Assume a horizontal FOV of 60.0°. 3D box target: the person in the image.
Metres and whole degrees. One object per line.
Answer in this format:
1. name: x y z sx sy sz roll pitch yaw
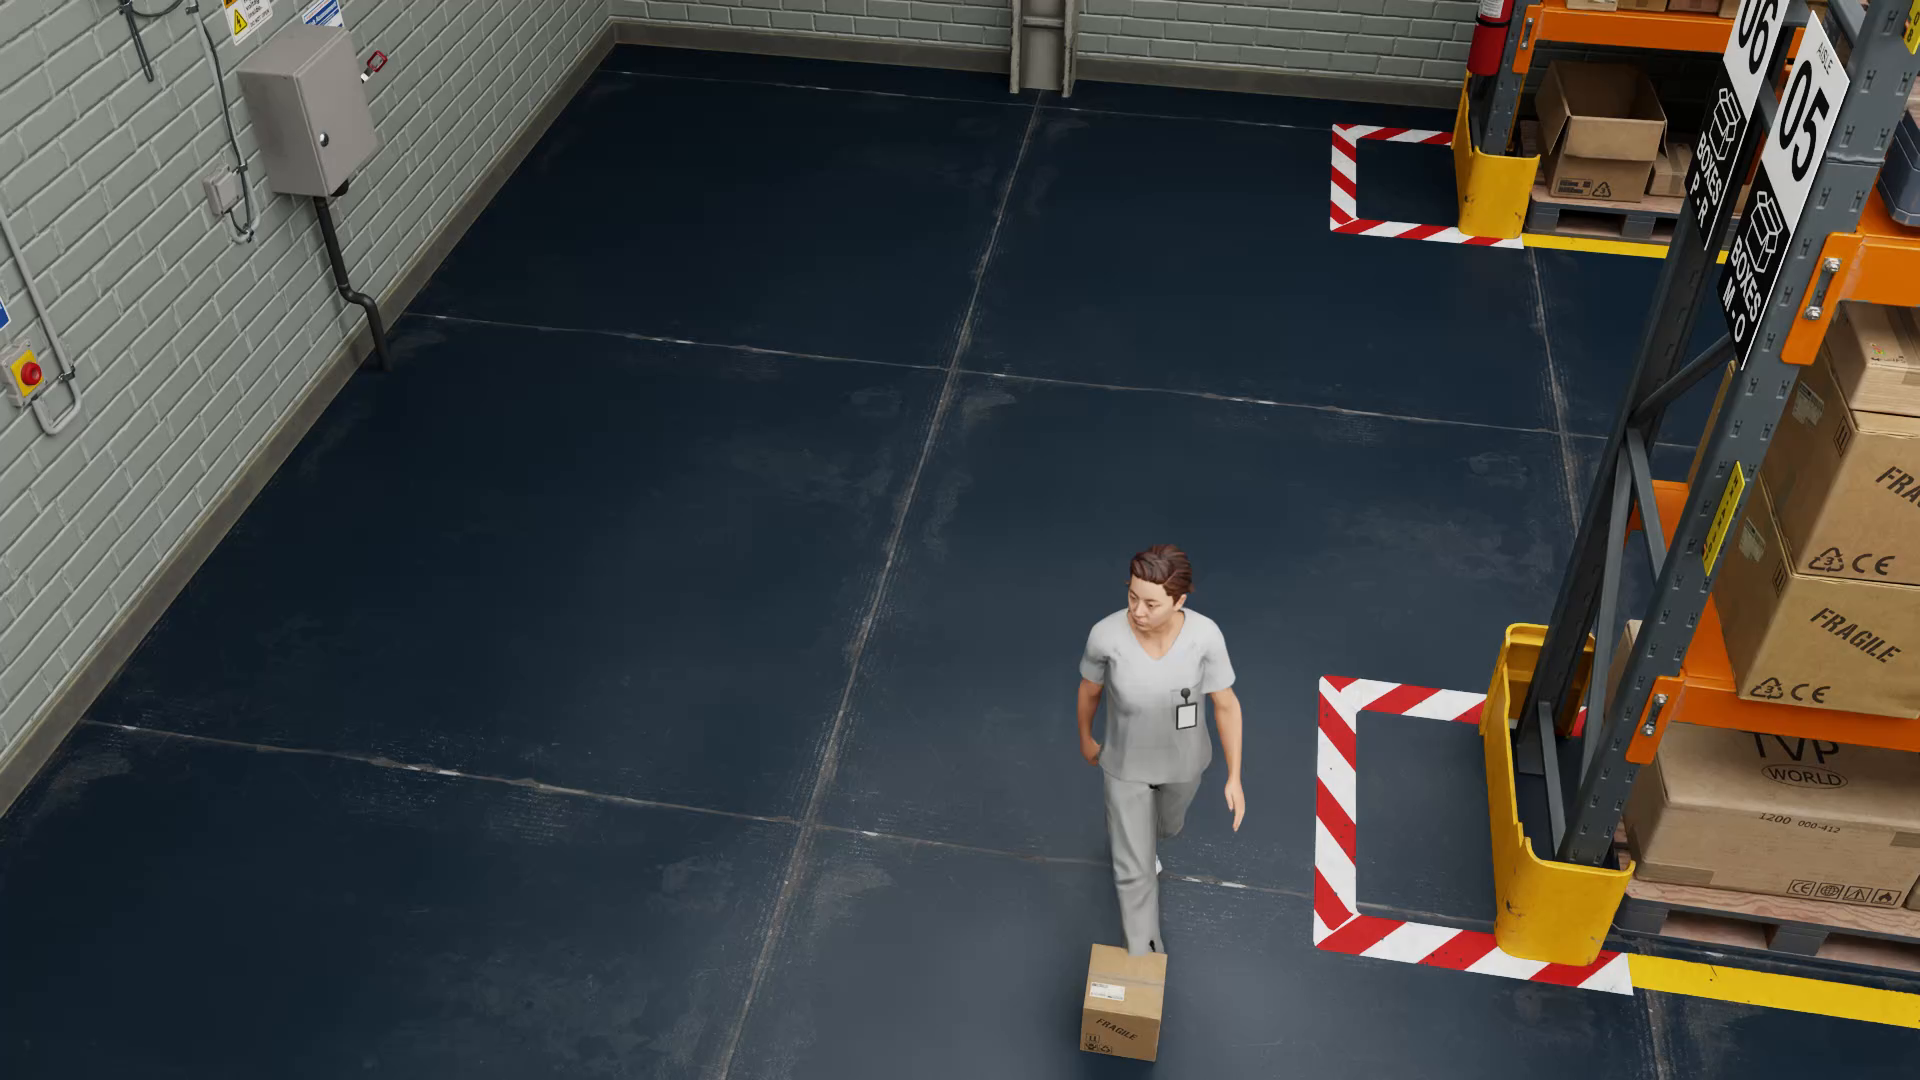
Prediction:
1. person: 0.631 0.746 5.308 0.498 1.618 0.946 -1 41 -2
